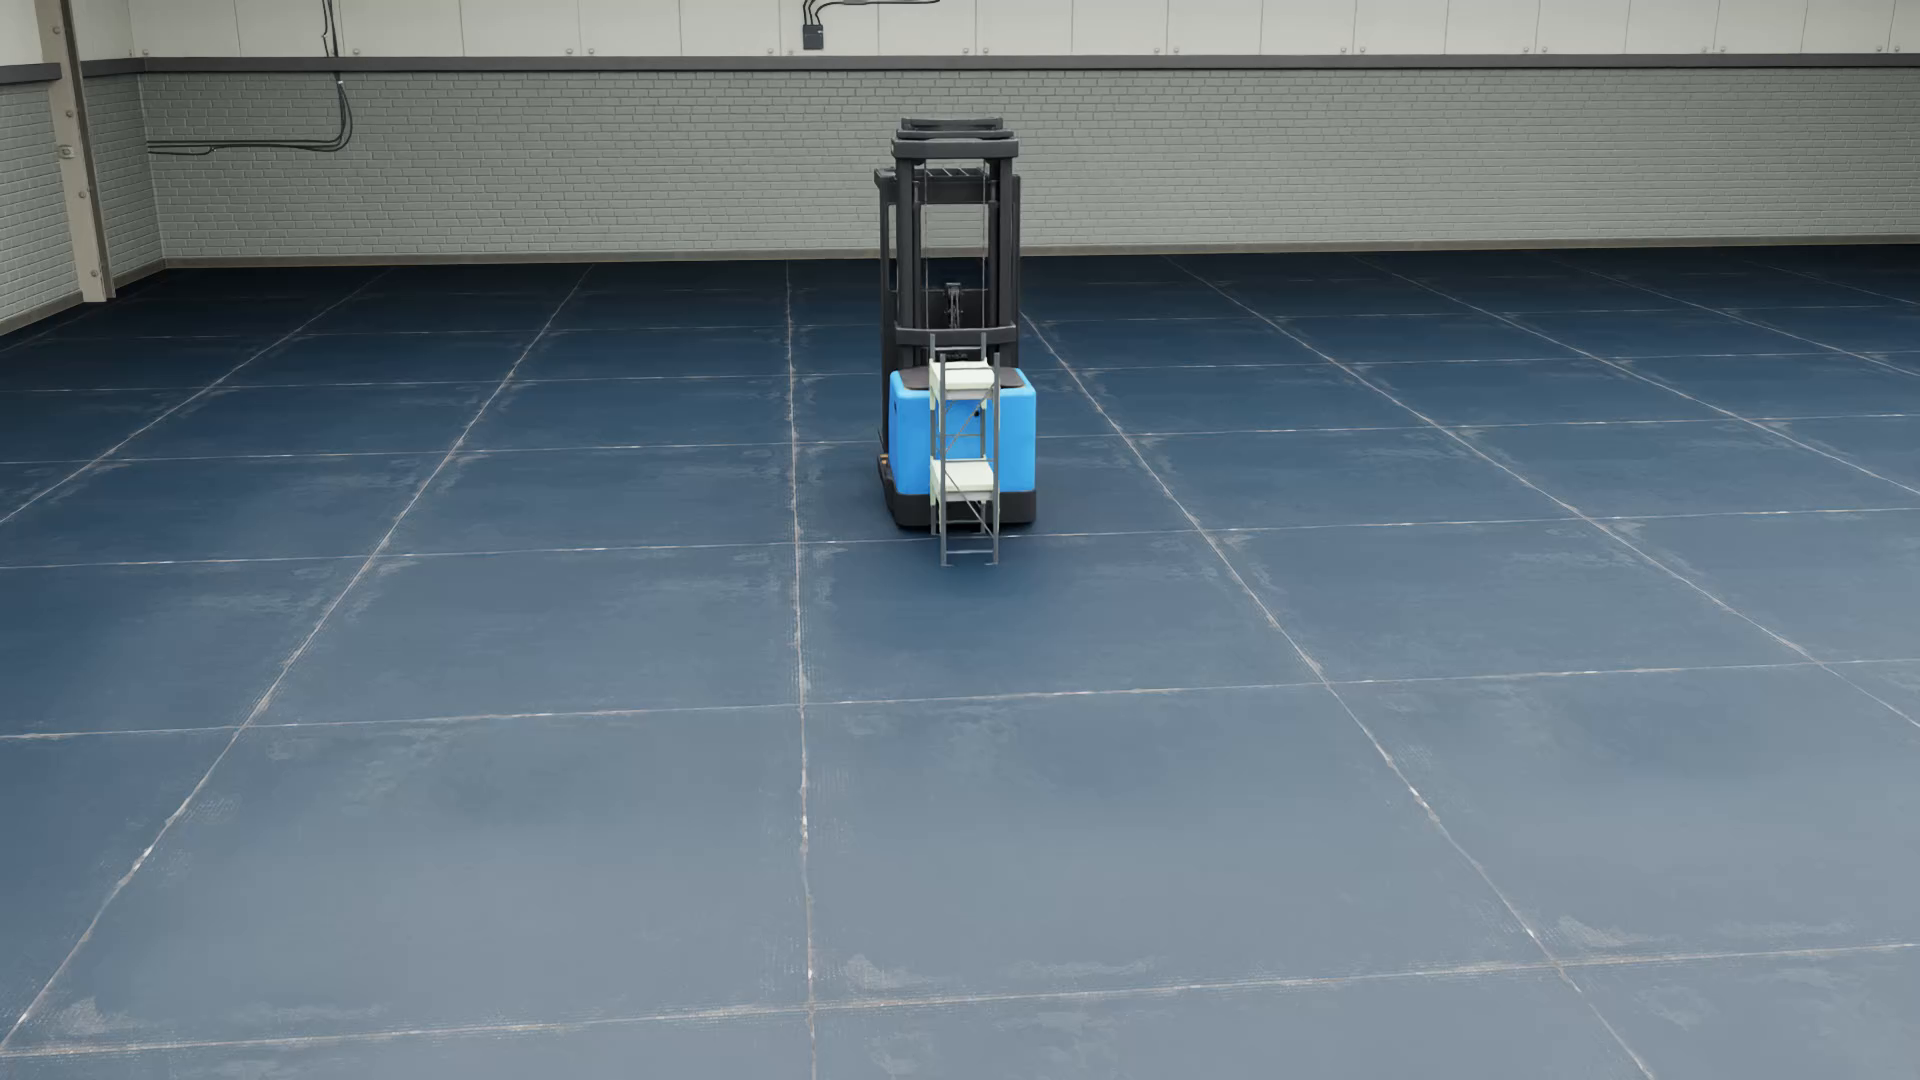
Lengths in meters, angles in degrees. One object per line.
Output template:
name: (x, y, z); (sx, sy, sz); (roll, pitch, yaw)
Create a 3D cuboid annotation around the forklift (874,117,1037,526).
forklift: (-0.104, -1.896, 13.323); (1.130, 2.935, 3.031); (-2, 18, -6)

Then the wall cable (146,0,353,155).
wall cable: (-10.684, -6.996, 24.623); (3.097, 2.526, 0.112); (-2, 18, -6)

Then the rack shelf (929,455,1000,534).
rack shelf: (0.026, -0.333, 11.822); (0.431, 0.370, 0.720); (-2, 18, -6)

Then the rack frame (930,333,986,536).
rack frame: (-0.014, -0.753, 12.072); (0.400, 1.500, 0.023); (-2, 18, -6)

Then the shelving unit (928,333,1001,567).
shelving unit: (0.026, -0.644, 11.725); (0.431, 1.500, 0.755); (-2, 18, -6)

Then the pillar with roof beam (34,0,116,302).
pillar with roof beam: (-7.413, -7.692, 21.655); (9.100, 9.000, 0.400); (-2, 18, -6)

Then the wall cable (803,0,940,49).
wall cable: (-1.239, -10.389, 24.567); (2.305, 6.003, 0.169); (-2, 18, -6)

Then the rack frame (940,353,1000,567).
rack frame: (0.066, -0.535, 11.378); (0.400, 1.500, 0.023); (-2, 18, -6)

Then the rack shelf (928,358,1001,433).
rack shelf: (0.026, -1.016, 11.608); (0.431, 0.370, 0.720); (-2, 18, -6)
